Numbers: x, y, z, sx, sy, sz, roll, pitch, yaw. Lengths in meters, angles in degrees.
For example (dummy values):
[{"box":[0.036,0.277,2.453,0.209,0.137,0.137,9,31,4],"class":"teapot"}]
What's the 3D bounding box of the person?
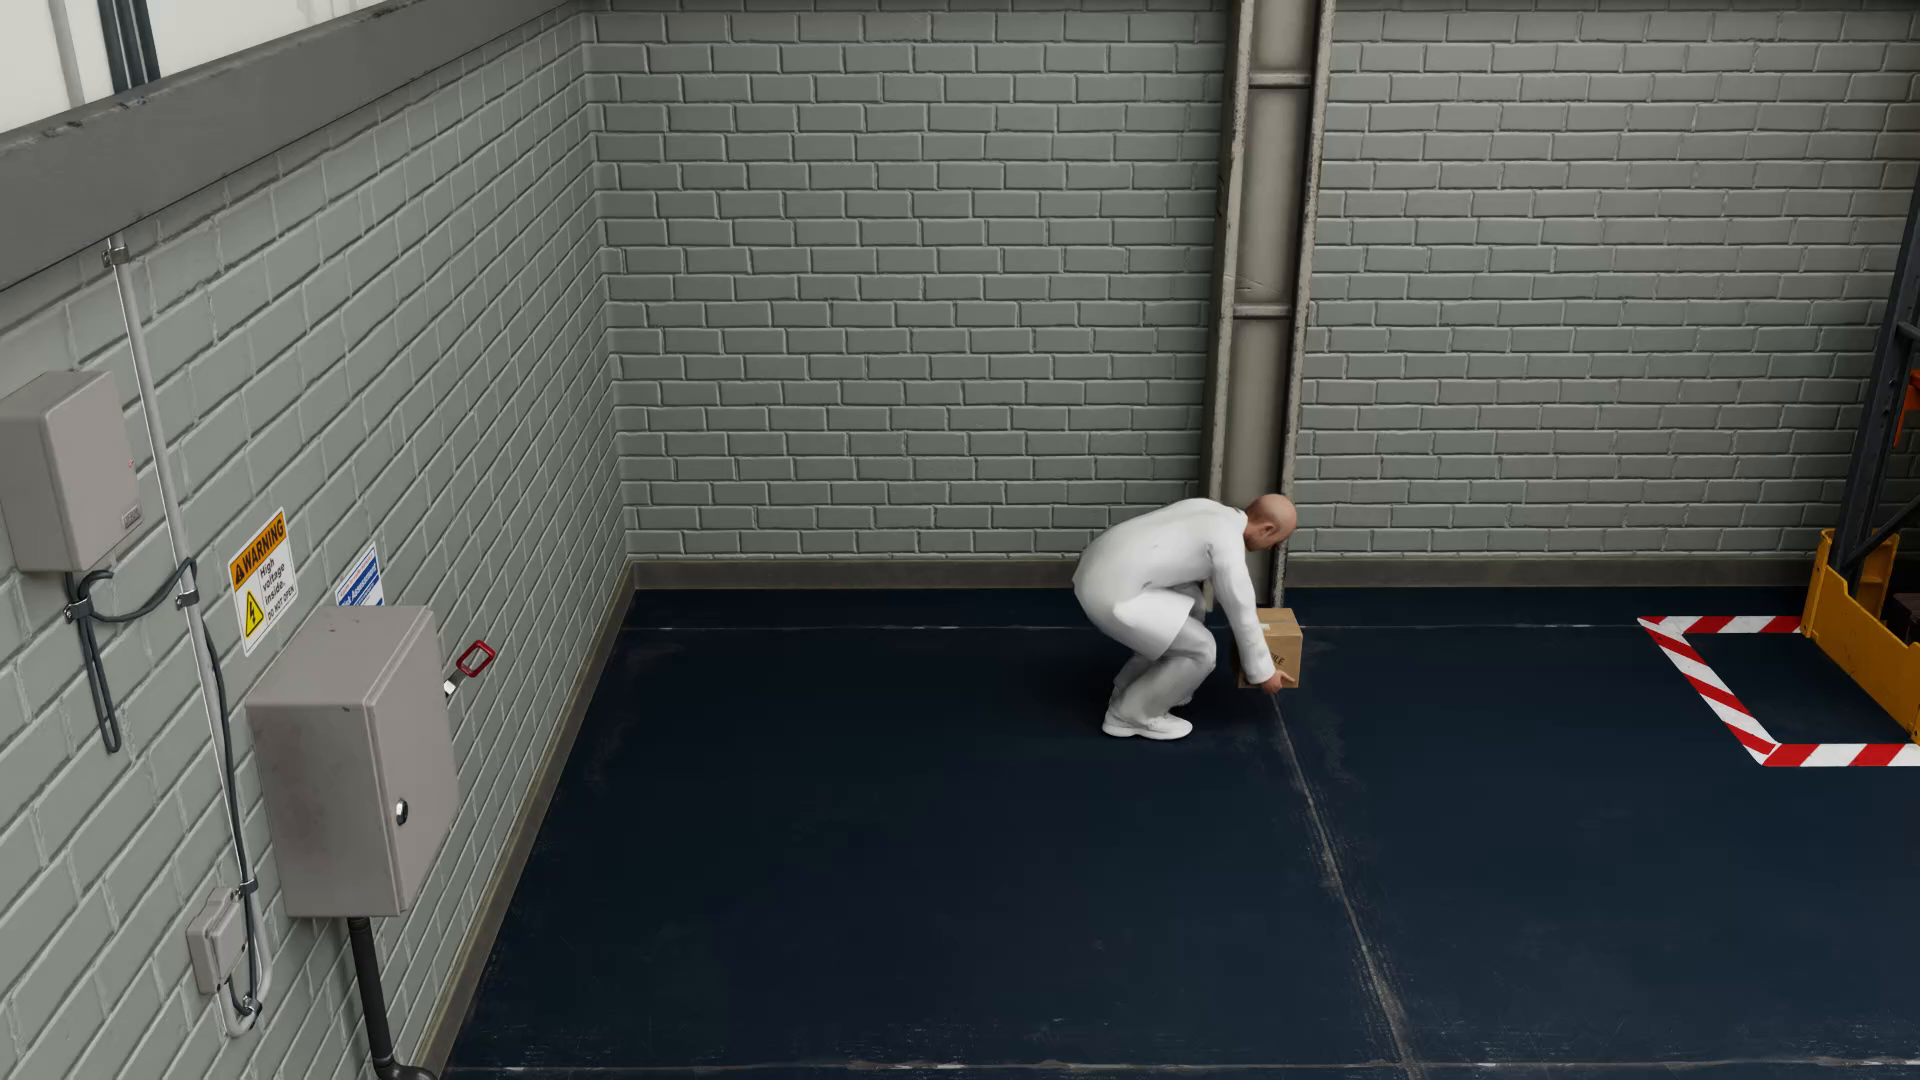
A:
[{"box":[0.928,0.299,6.899,0.931,1.006,0.584,-1,24,-2],"class":"person"}]
